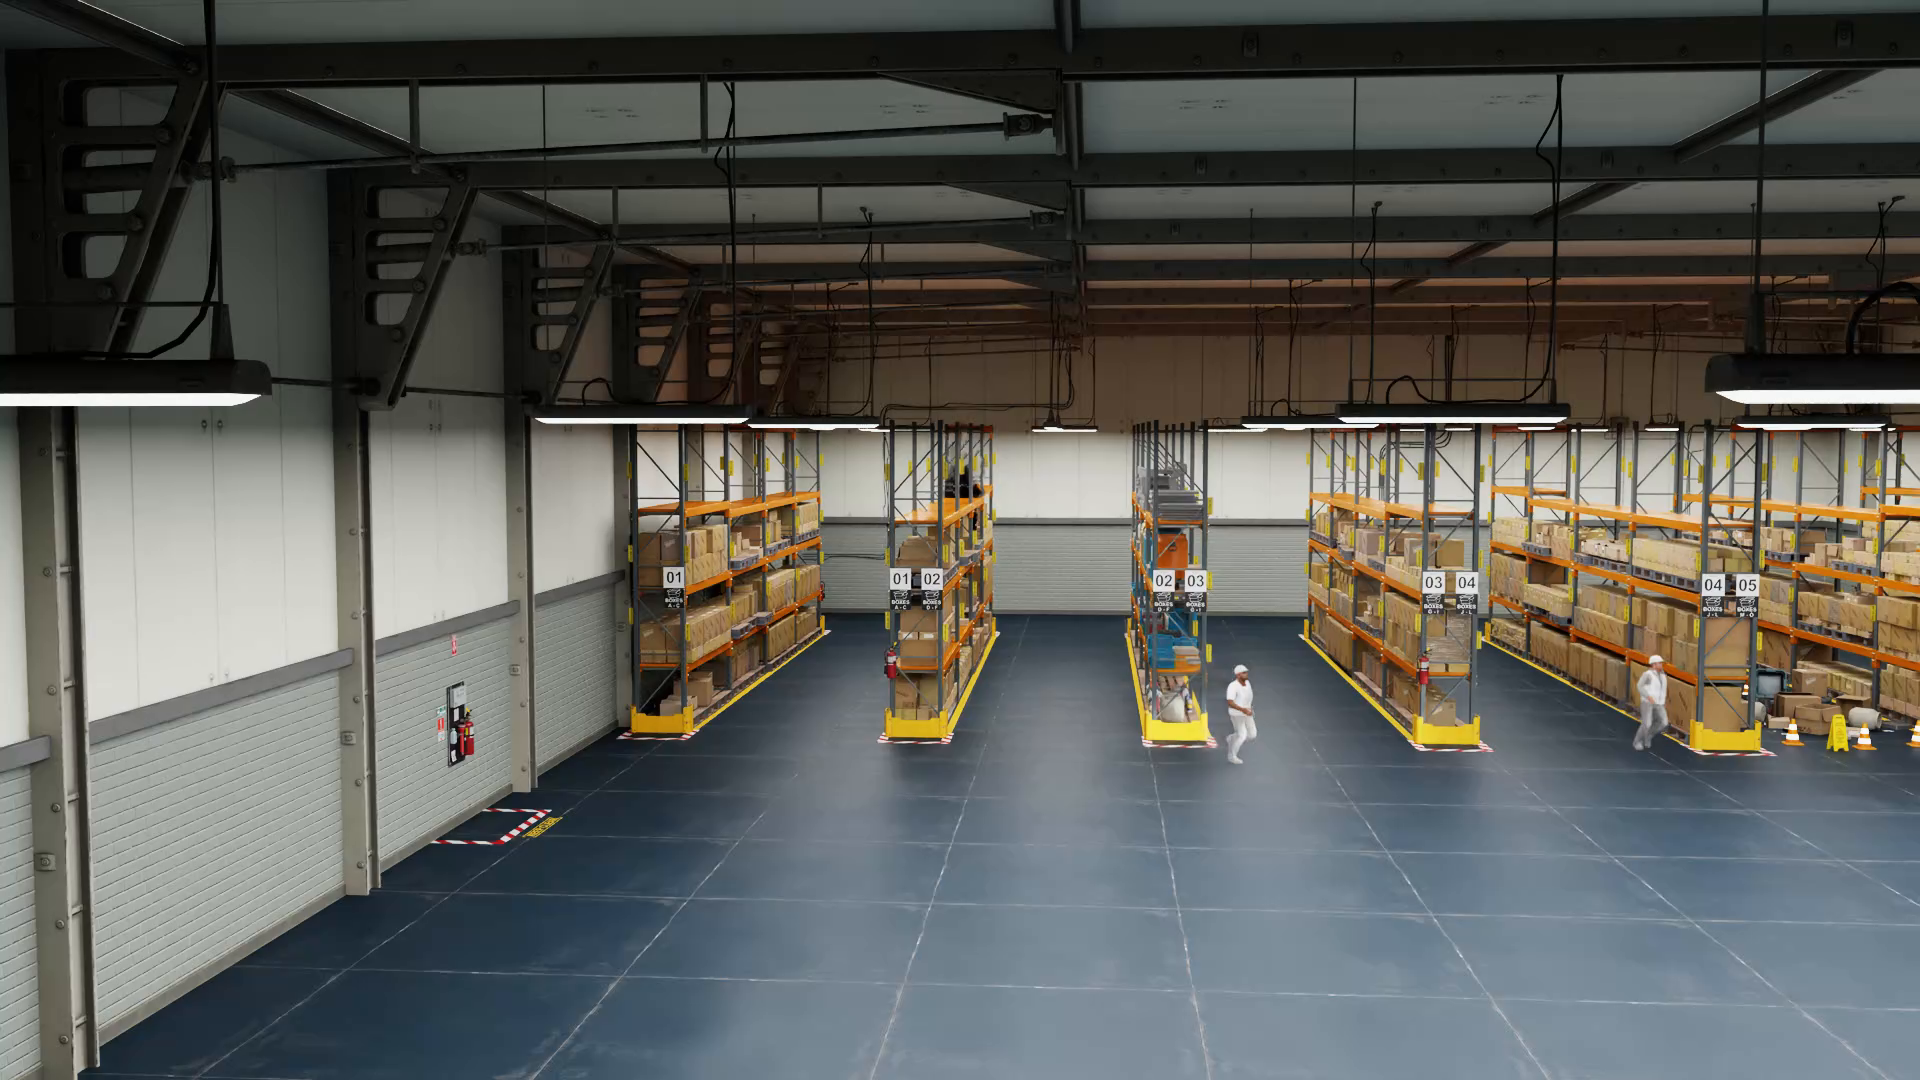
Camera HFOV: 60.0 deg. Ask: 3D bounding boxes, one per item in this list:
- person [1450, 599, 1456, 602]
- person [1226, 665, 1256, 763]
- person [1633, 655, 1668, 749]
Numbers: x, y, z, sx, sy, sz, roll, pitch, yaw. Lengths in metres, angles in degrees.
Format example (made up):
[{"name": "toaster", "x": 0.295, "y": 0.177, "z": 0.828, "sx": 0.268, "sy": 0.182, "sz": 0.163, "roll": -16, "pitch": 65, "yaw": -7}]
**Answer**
[{"name": "person", "x": 13.298, "y": 2.046, "z": 44.496, "sx": 0.701, "sy": 1.753, "sz": 0.868, "roll": 0, "pitch": 4, "yaw": 1}, {"name": "person", "x": 4.912, "y": 3.030, "z": 29.002, "sx": 0.647, "sy": 1.721, "sz": 0.738, "roll": 3, "pitch": 5, "yaw": 43}, {"name": "person", "x": 12.630, "y": 2.949, "z": 30.195, "sx": 0.713, "sy": 1.710, "sz": 0.557, "roll": -1, "pitch": 4, "yaw": -17}]
